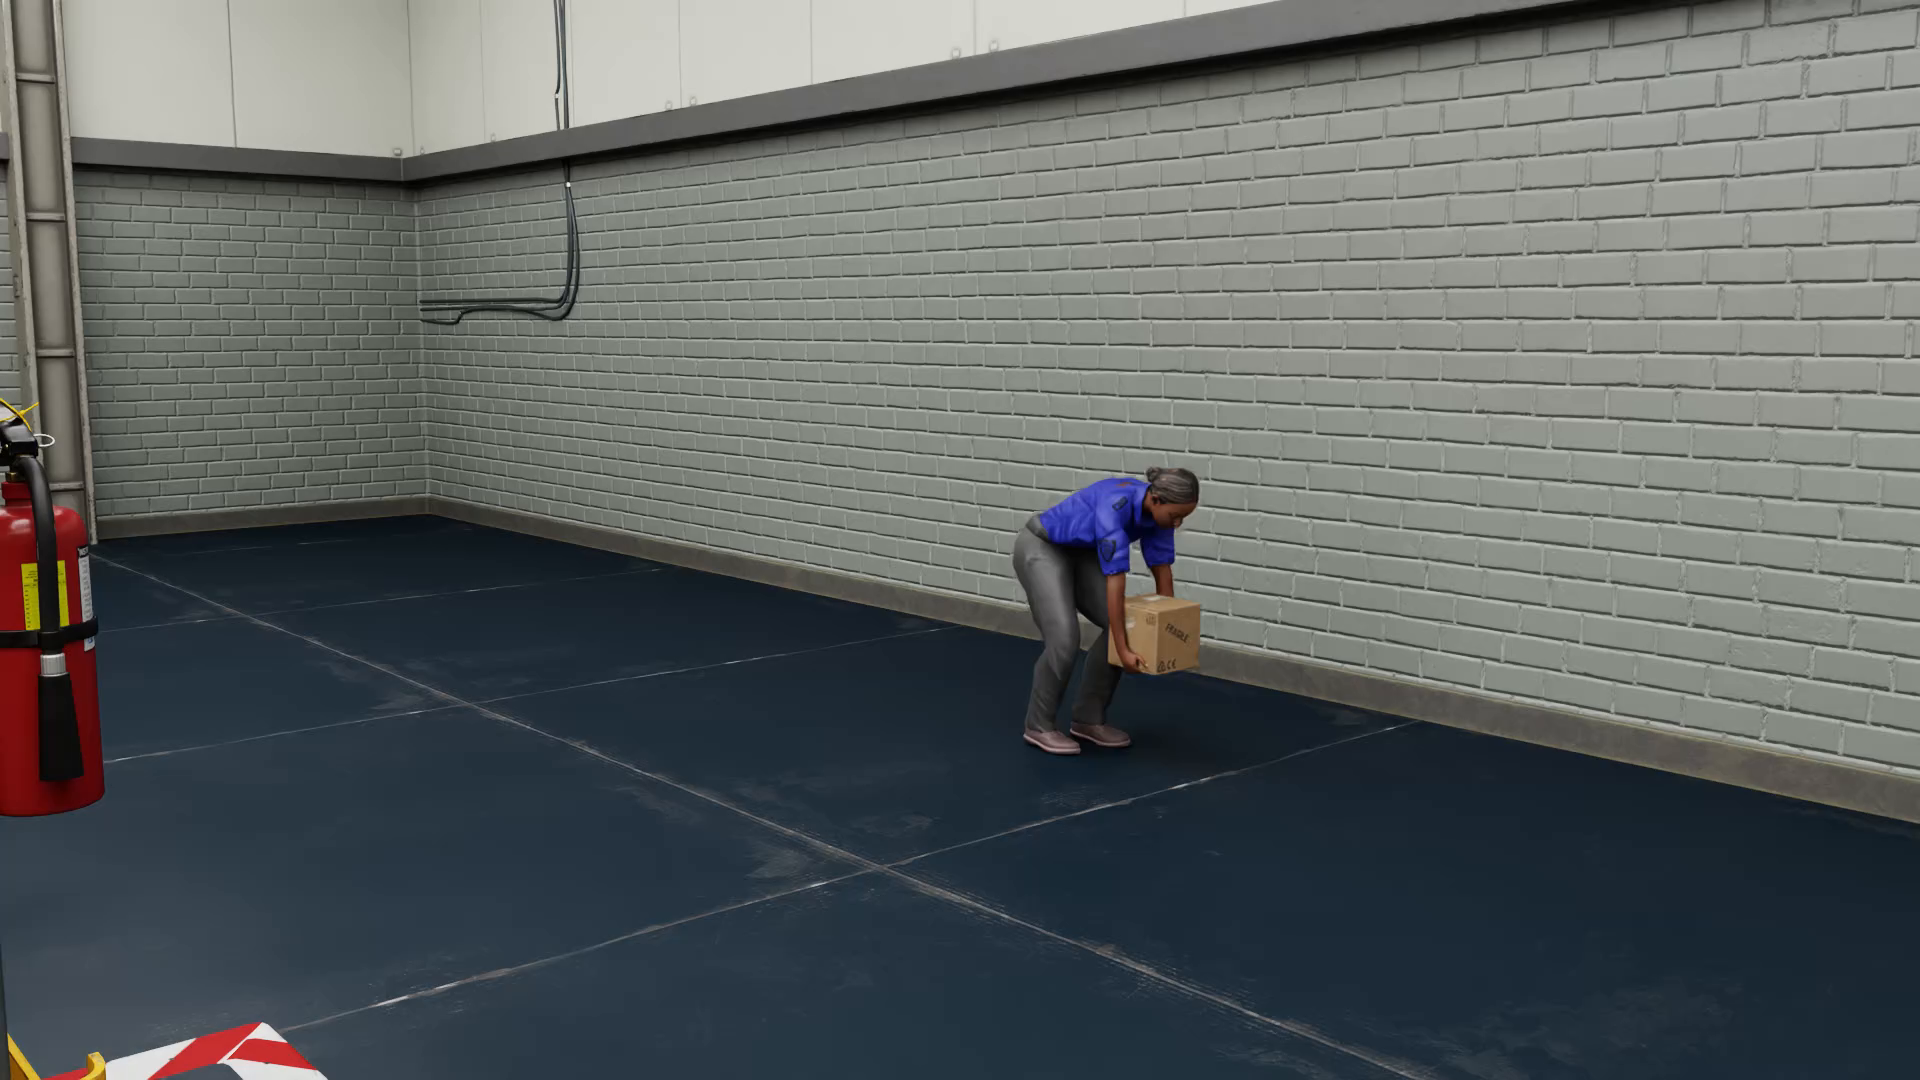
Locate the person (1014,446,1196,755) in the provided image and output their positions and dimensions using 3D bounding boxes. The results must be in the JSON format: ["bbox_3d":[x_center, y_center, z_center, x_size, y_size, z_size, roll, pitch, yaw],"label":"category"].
[{"bbox_3d":[0.583,0.236,6.600,0.424,1.251,0.815,-7,10,-43],"label":"person"}]
